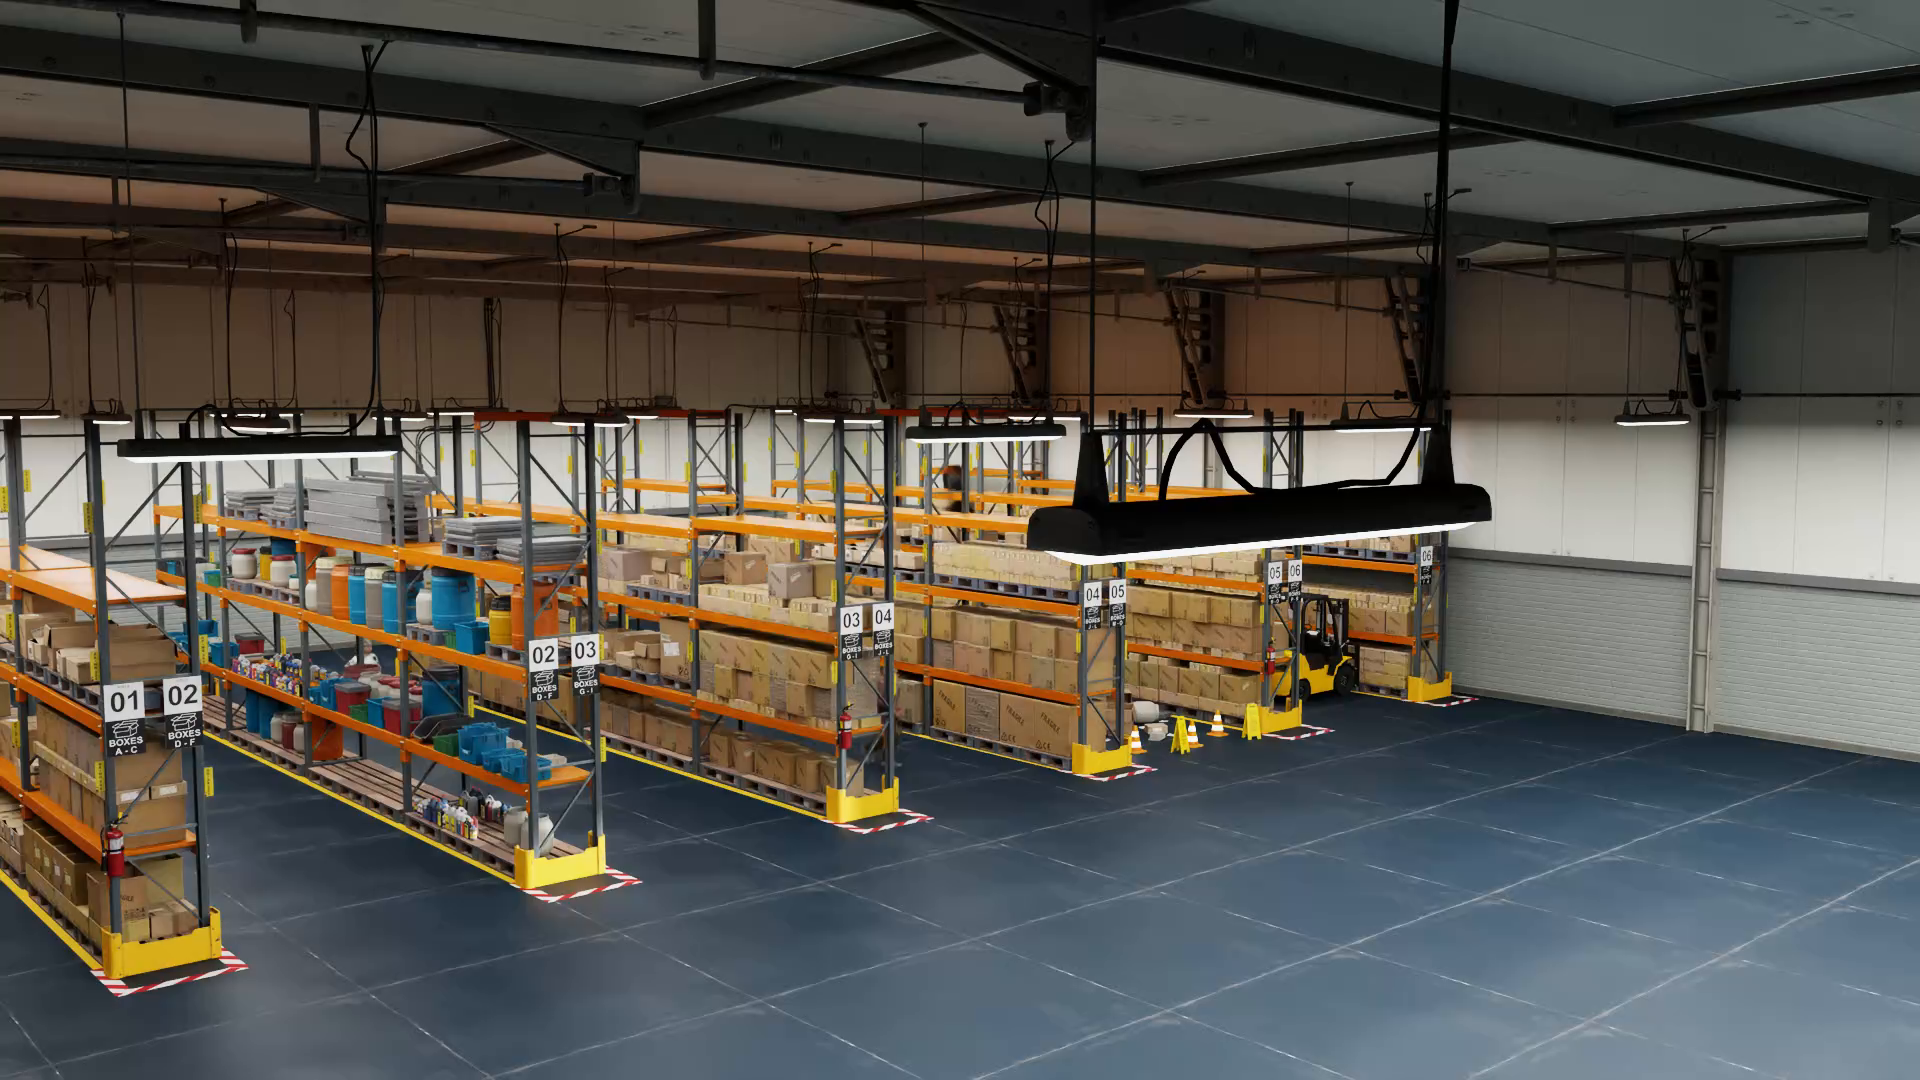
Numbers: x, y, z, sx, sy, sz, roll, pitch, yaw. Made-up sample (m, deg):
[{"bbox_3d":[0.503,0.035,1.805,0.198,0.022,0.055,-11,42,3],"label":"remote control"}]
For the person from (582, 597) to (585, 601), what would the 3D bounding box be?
[{"bbox_3d":[-8.703,2.107,38.135,0.722,1.789,0.688,5,7,42],"label":"person"}]

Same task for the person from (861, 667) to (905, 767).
[{"bbox_3d":[-1.307,2.998,28.276,0.749,1.723,0.710,2,5,20],"label":"person"}]

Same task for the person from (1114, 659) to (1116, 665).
[{"bbox_3d":[3.284,1.968,37.534,0.616,1.675,0.817,-5,7,-44],"label":"person"}]

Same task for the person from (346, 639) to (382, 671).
[{"bbox_3d":[-11.223,2.726,31.494,0.685,1.718,0.596,3,6,34],"label":"person"}]
